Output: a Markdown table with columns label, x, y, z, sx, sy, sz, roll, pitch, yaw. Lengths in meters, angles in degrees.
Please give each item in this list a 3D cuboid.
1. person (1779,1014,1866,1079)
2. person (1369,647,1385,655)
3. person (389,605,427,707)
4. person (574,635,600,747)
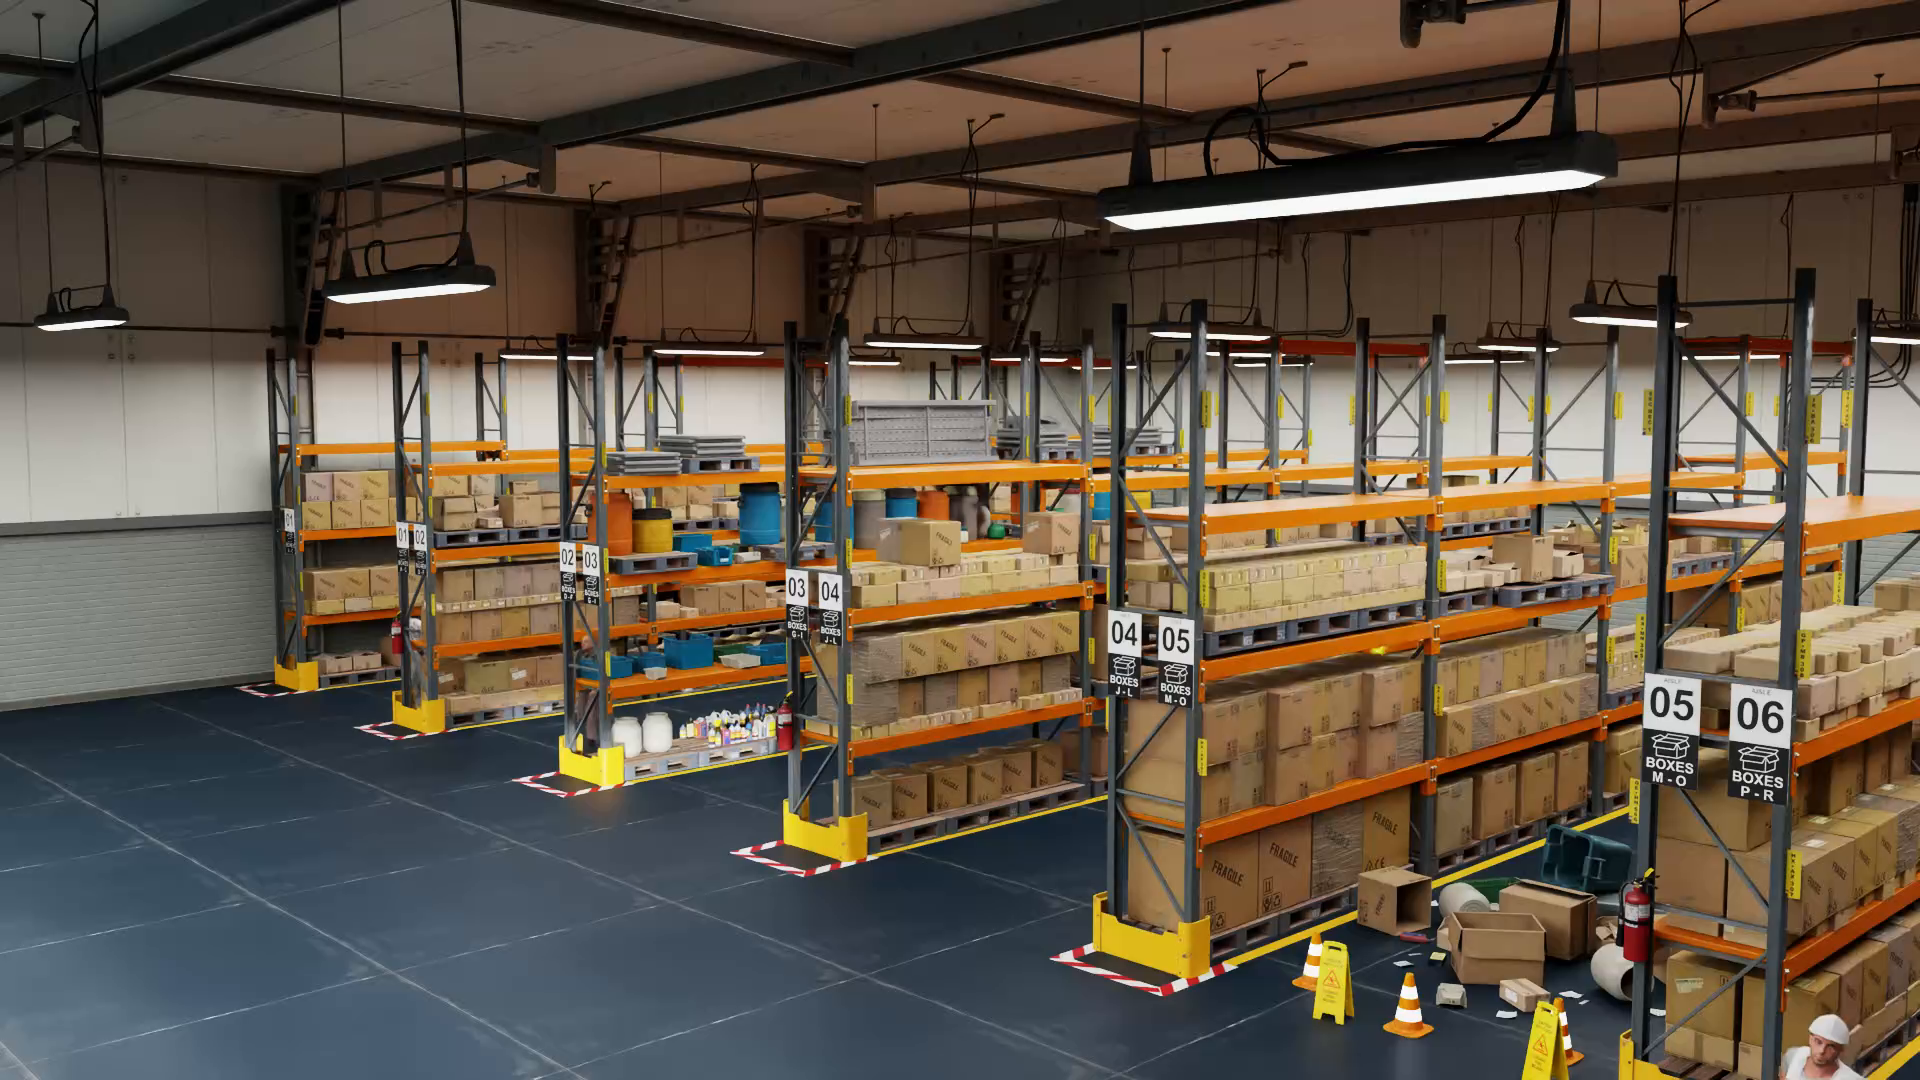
| label | x | y | z | sx | sy | sz | roll | pitch | yaw |
| --- | --- | --- | --- | --- | --- | --- | --- | --- | --- |
| person | 4.735 | 3.457 | 9.347 | 0.801 | 1.722 | 0.744 | -4 | 7 | -41 |
| person | 5.824 | 2.290 | 23.261 | 0.773 | 1.717 | 0.710 | -5 | 7 | -43 |
| person | -9.113 | 1.918 | 27.624 | 0.628 | 1.763 | 0.929 | 2 | 5 | 25 |
| person | -5.436 | 2.215 | 24.603 | 0.657 | 1.664 | 0.556 | 2 | 5 | 22 |
